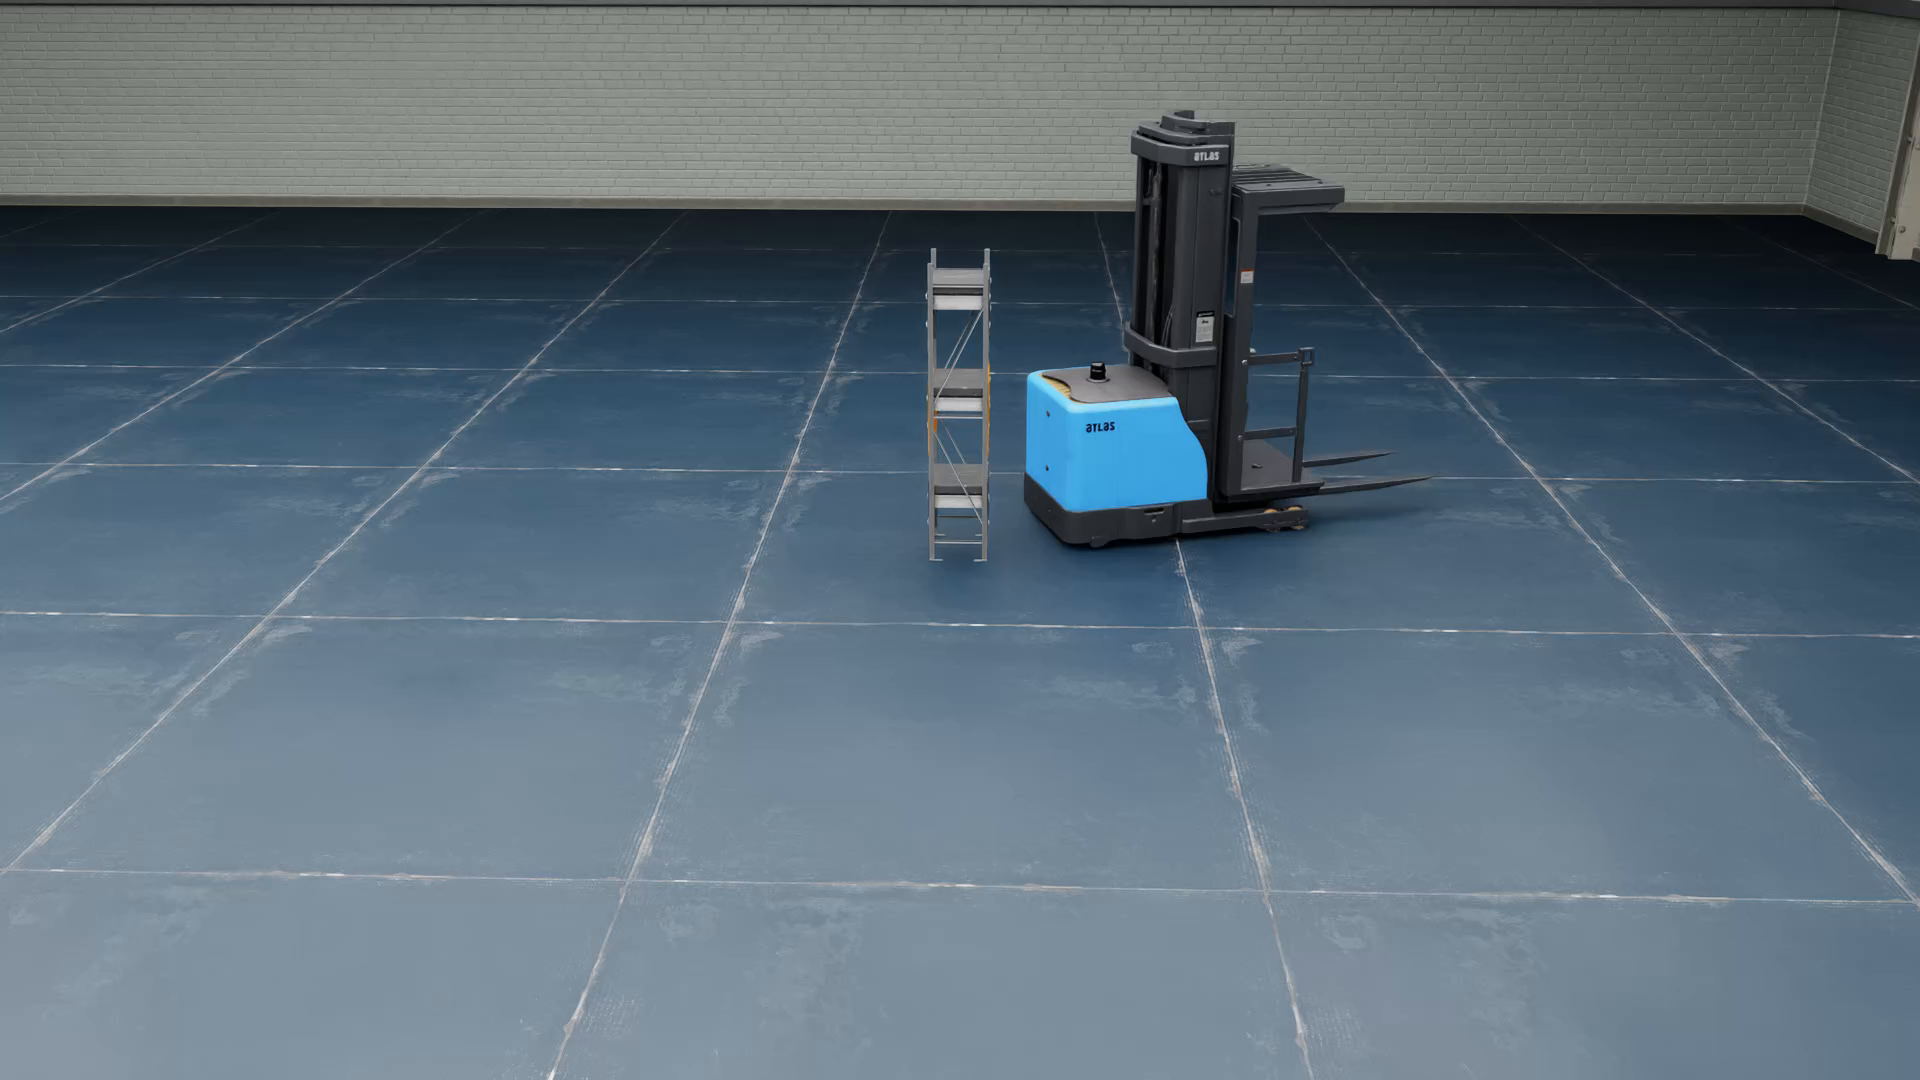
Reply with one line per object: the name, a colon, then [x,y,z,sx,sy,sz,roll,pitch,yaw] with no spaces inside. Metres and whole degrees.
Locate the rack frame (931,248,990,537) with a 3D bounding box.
rack frame: [0.002,-1.007,11.722,0.400,2.100,0.015,1,21,2]

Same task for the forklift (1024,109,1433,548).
forklift: [2.057,-1.599,12.099,3.031,2.935,1.130,-6,22,-15]

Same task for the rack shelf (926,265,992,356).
rack shelf: [-0.005,-1.559,11.247,0.431,0.518,0.480,1,21,2]

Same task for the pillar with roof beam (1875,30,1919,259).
pillar with roof beam: [7.764,-7.909,19.973,9.100,9.000,0.400,1,21,2]

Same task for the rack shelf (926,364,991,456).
rack shelf: [-0.005,-0.906,11.500,0.431,0.518,0.480,1,21,2]

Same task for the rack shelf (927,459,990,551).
rack shelf: [-0.005,-0.254,11.753,0.431,0.518,0.480,1,21,2]

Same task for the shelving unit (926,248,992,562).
shelving unit: [-0.005,-0.919,11.495,0.431,2.100,0.503,1,21,2]

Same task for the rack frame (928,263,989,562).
rack frame: [-0.012,-0.831,11.267,0.400,2.100,0.015,1,21,2]
